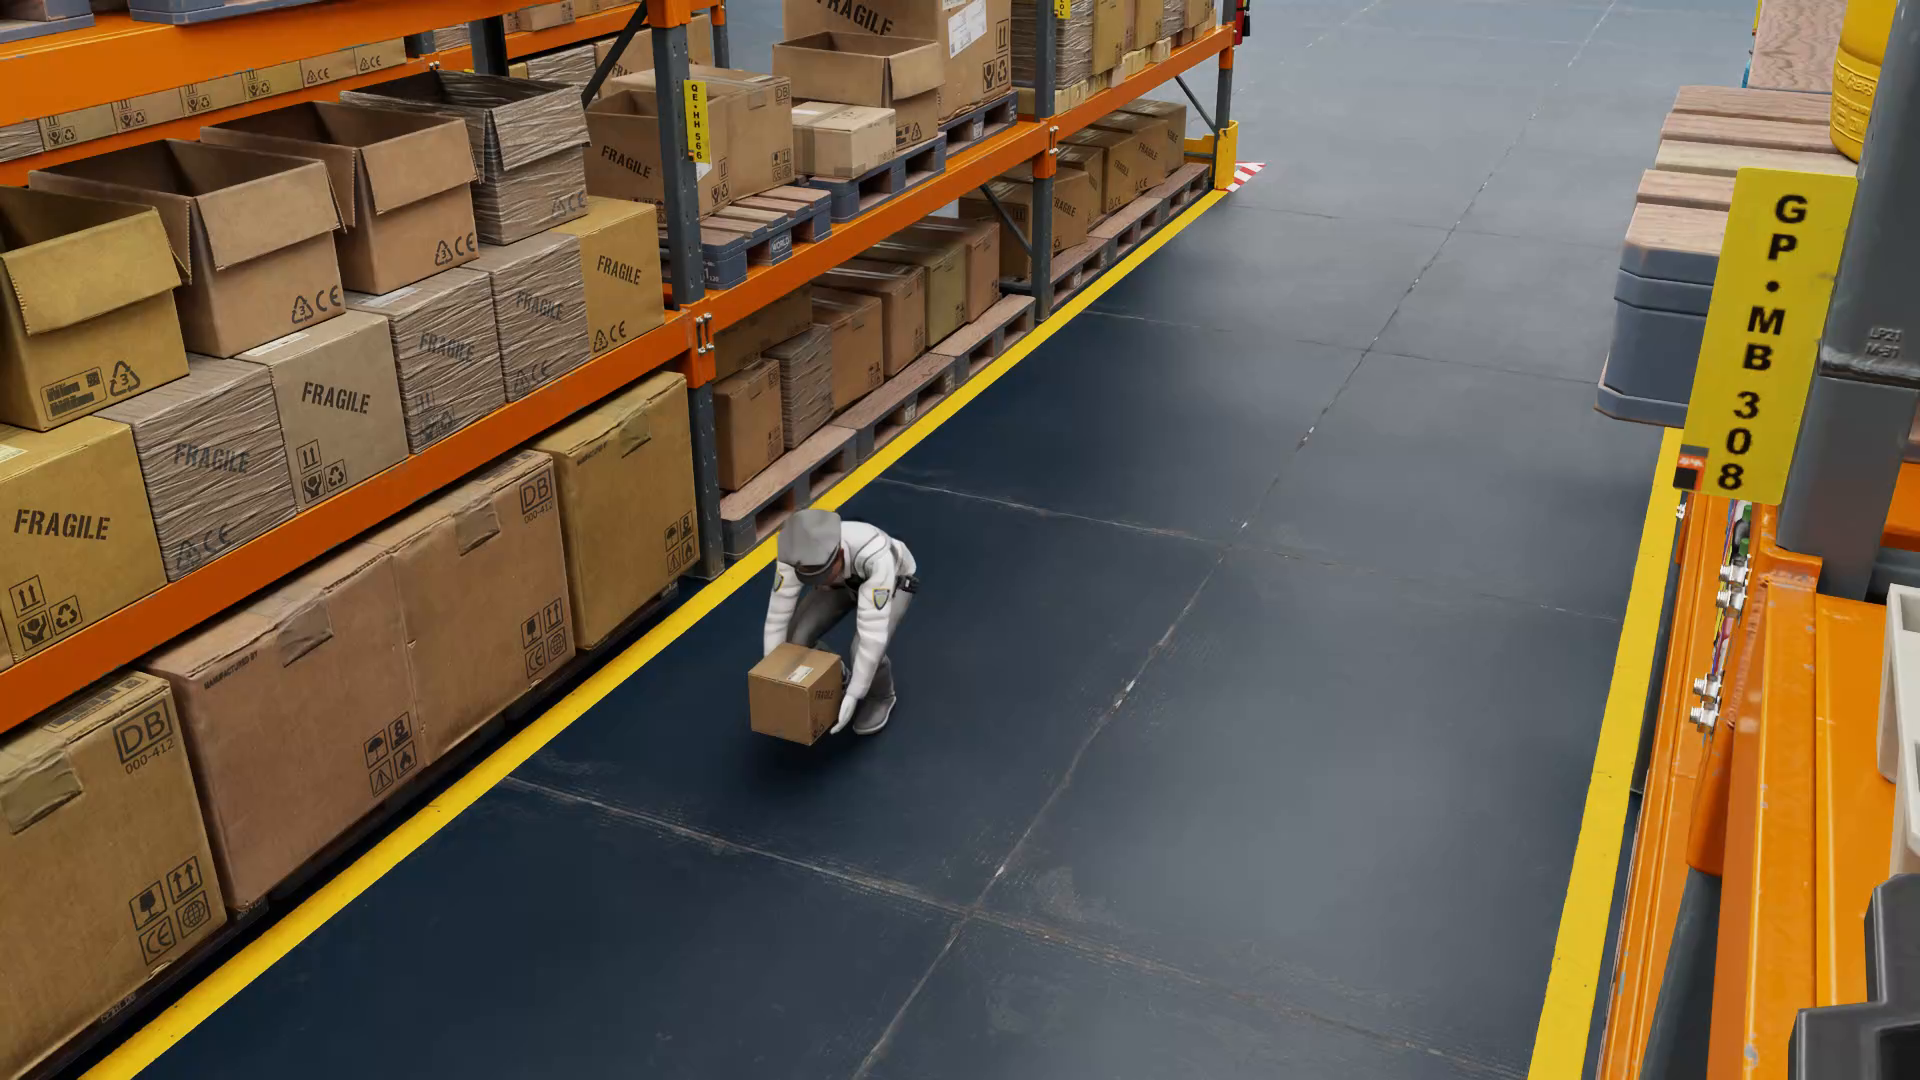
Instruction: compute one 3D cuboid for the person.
[{"bbox_3d":[-0.432,0.261,6.319,0.499,1.020,0.820,11,28,22],"label":"person"}]
